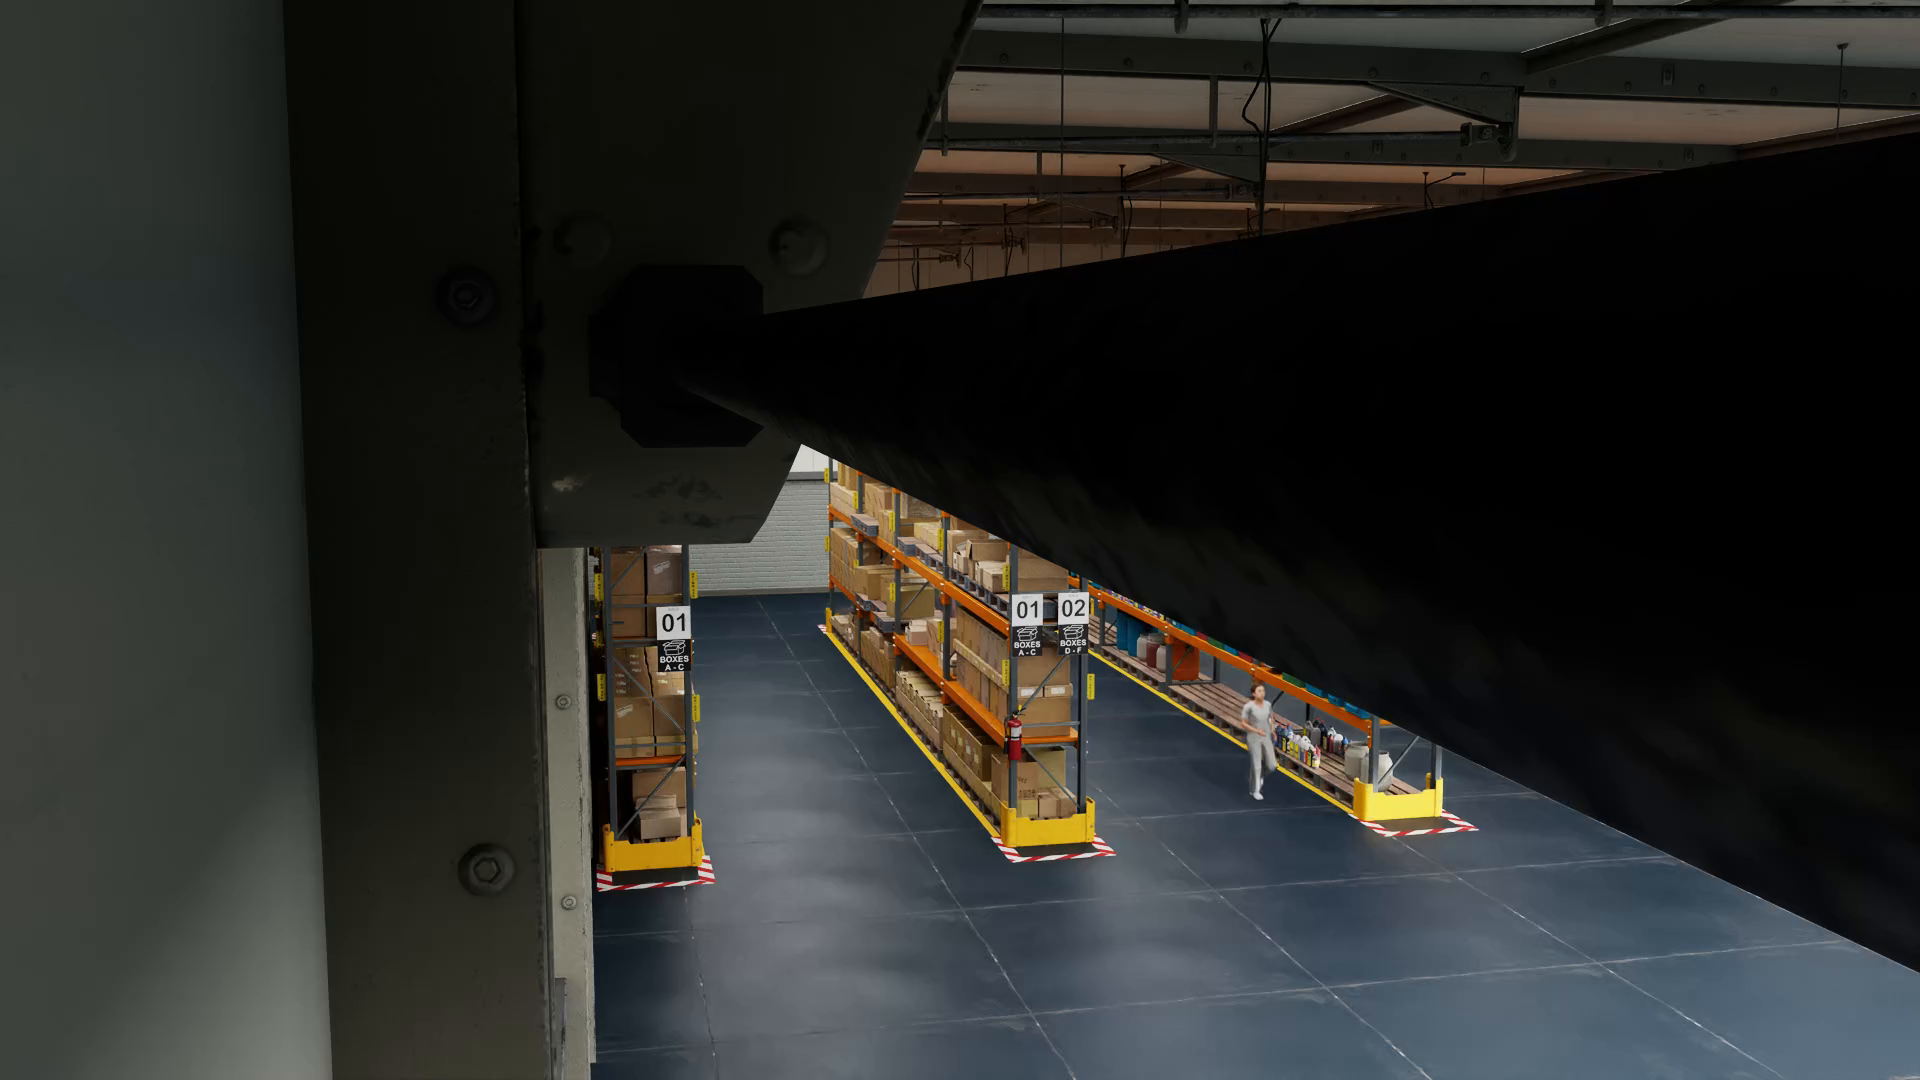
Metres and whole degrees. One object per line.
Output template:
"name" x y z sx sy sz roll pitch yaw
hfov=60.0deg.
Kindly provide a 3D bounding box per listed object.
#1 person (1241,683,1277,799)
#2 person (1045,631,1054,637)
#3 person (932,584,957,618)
"person" 4.168 2.795 23.075 0.558 1.623 0.555 -2 7 -17
"person" 1.531 1.954 30.078 0.591 1.605 0.576 -3 7 -21
"person" -0.340 1.261 36.118 0.617 1.650 0.793 -3 8 -26
